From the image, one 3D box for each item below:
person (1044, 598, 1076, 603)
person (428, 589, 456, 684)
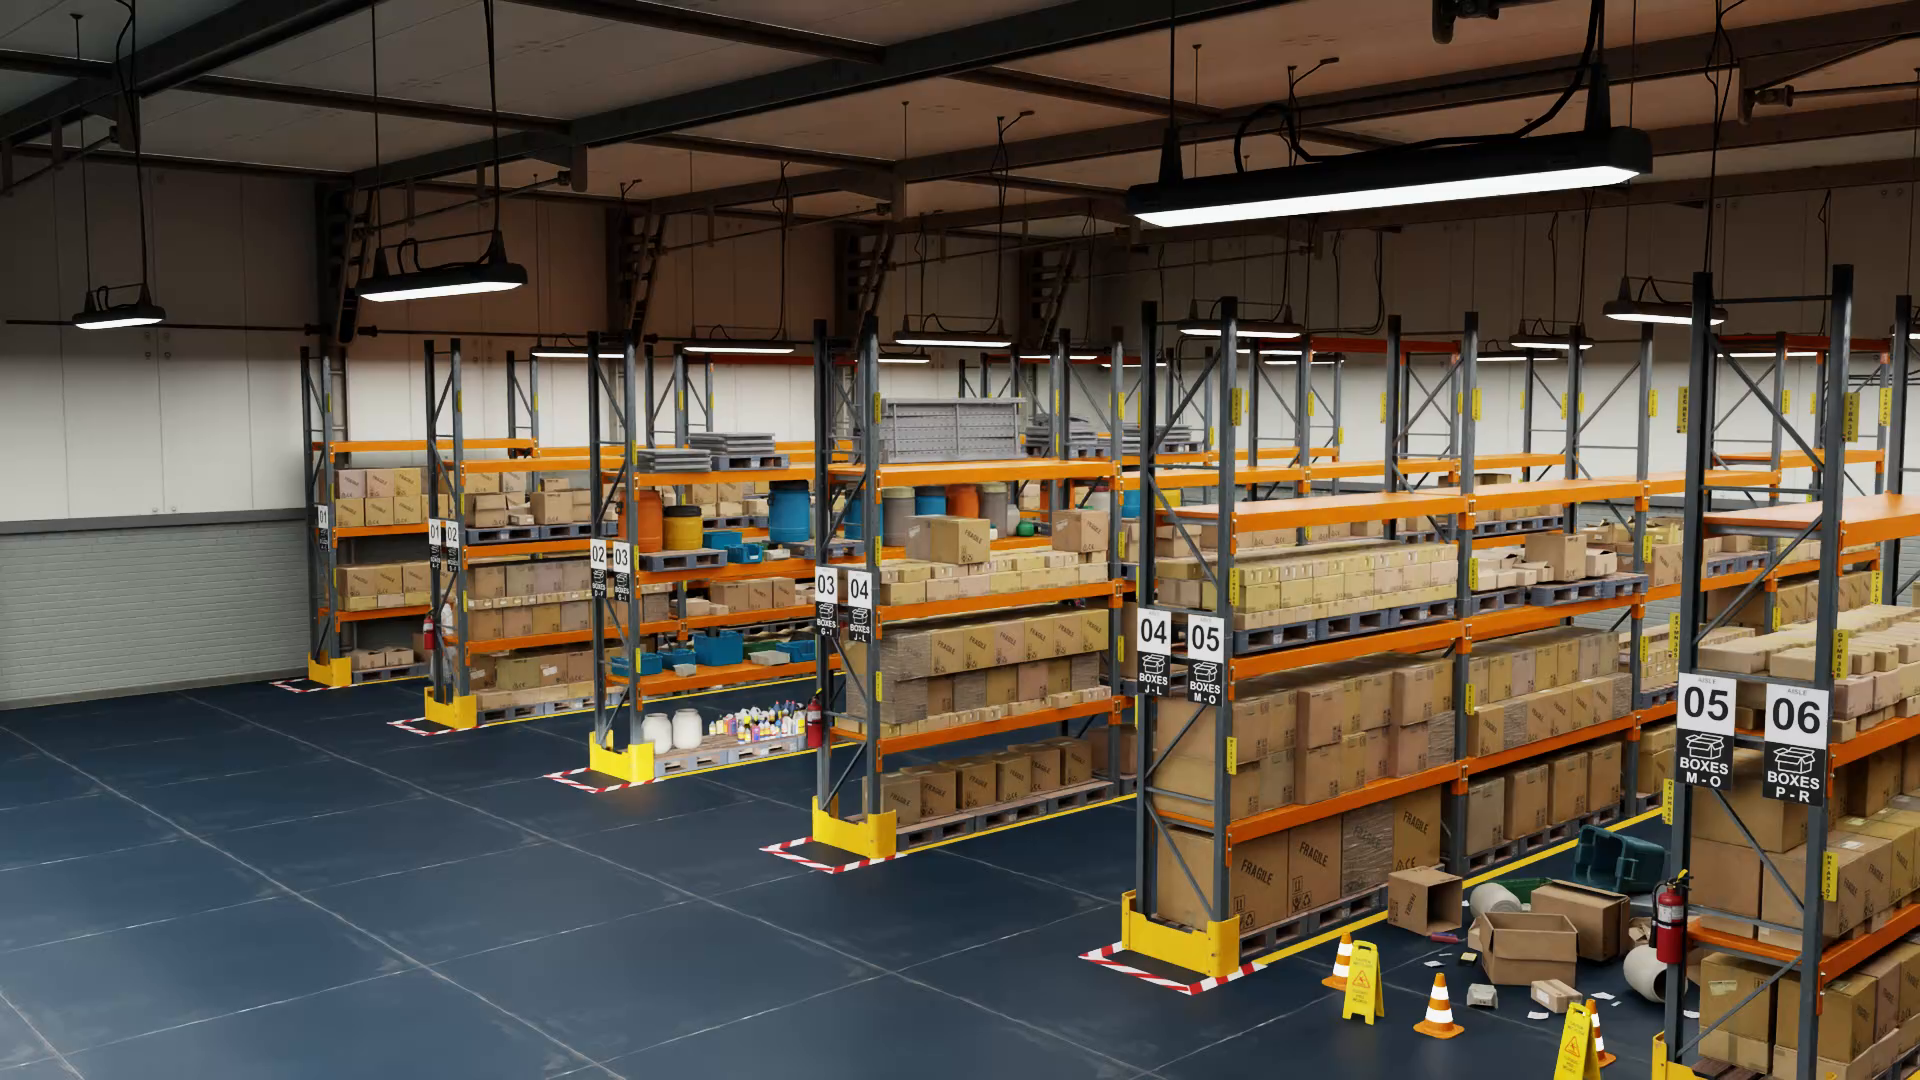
[{"bbox_3d":[1.907,1.496,32.252,0.694,1.669,0.705,-4,6,-35],"label":"person"},{"bbox_3d":[-9.285,1.740,29.825,0.514,1.715,0.530,-2,6,-24],"label":"person"}]
